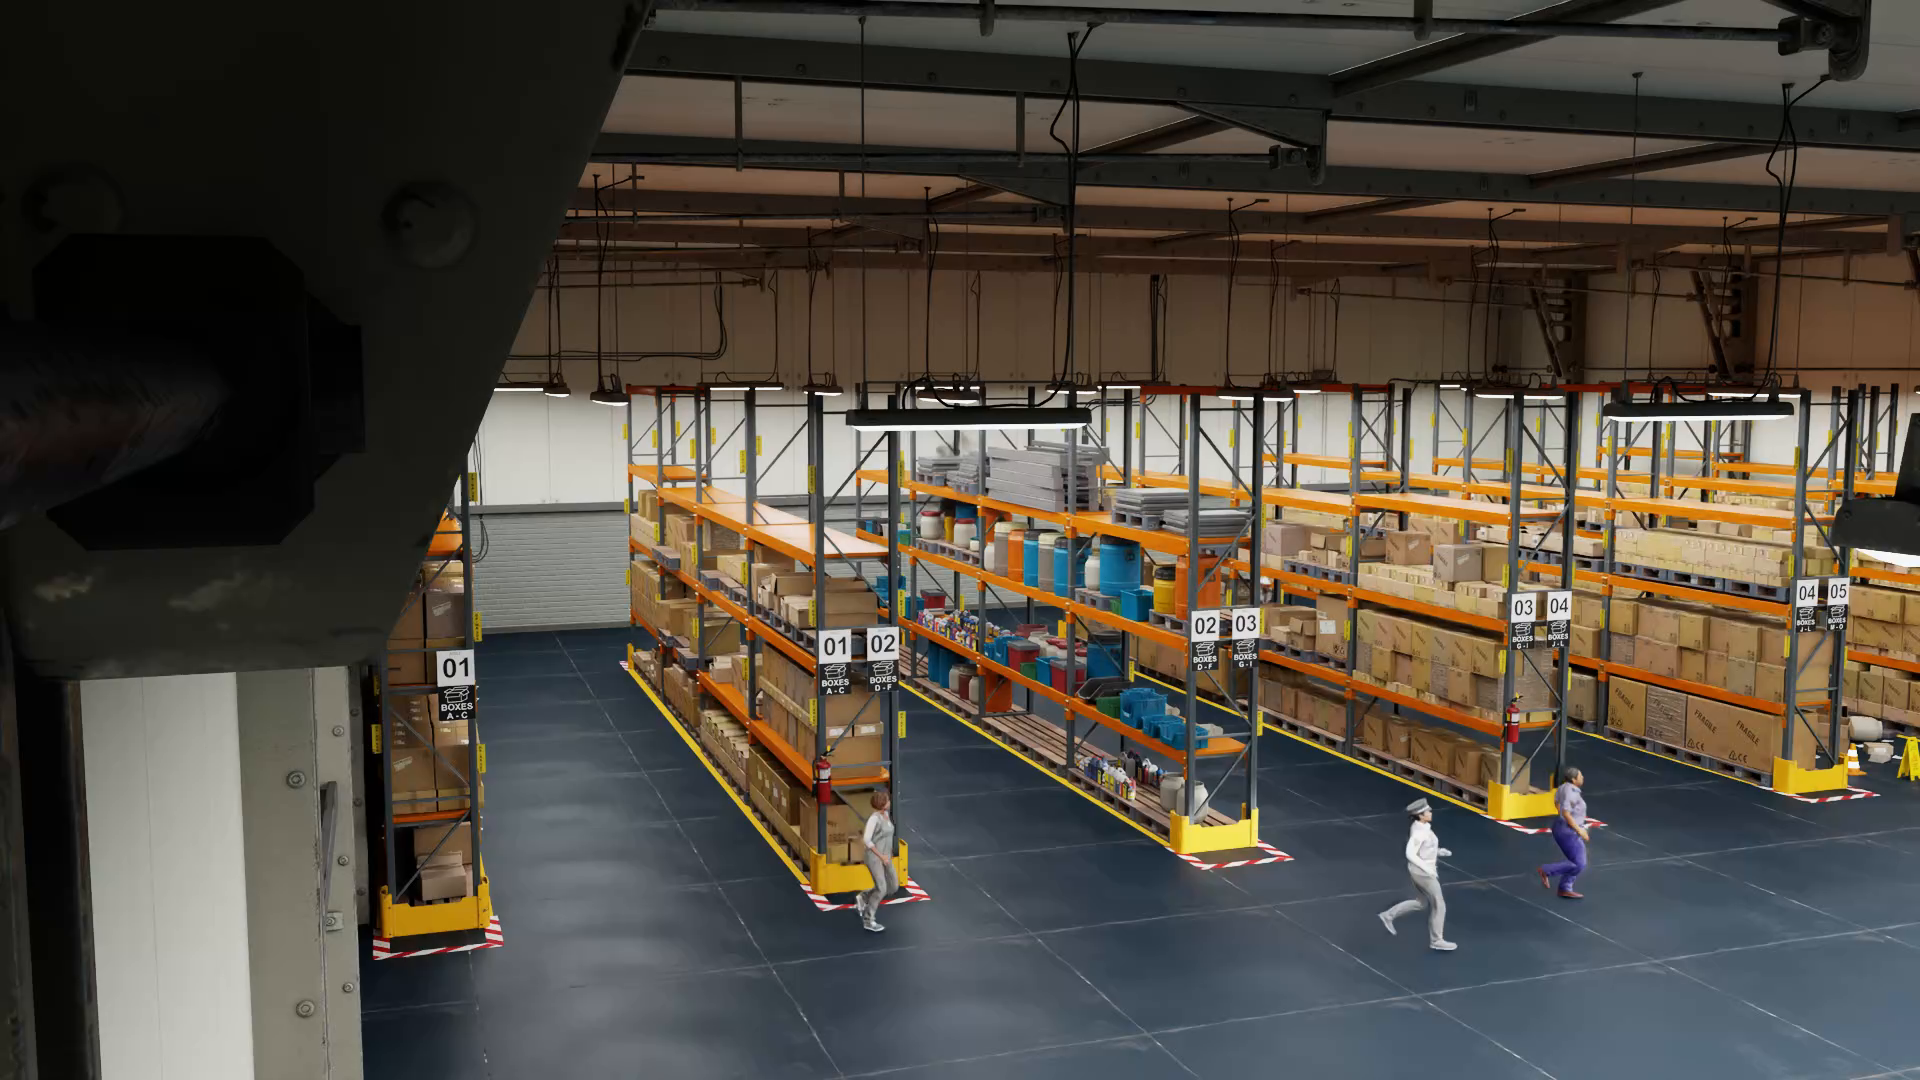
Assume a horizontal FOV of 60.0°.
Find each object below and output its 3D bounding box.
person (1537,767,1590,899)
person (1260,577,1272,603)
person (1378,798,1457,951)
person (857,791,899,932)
[{"bbox_3d":[7.207,3.500,19.887,0.563,1.582,0.593,1,6,8],"label":"person"},{"bbox_3d":[6.694,1.651,37.431,0.699,1.733,1.037,-3,6,-24],"label":"person"},{"bbox_3d":[5.017,3.627,18.130,0.818,1.665,0.626,1,6,10],"label":"person"},{"bbox_3d":[-0.929,3.622,18.886,0.488,1.537,0.592,2,6,21],"label":"person"}]
